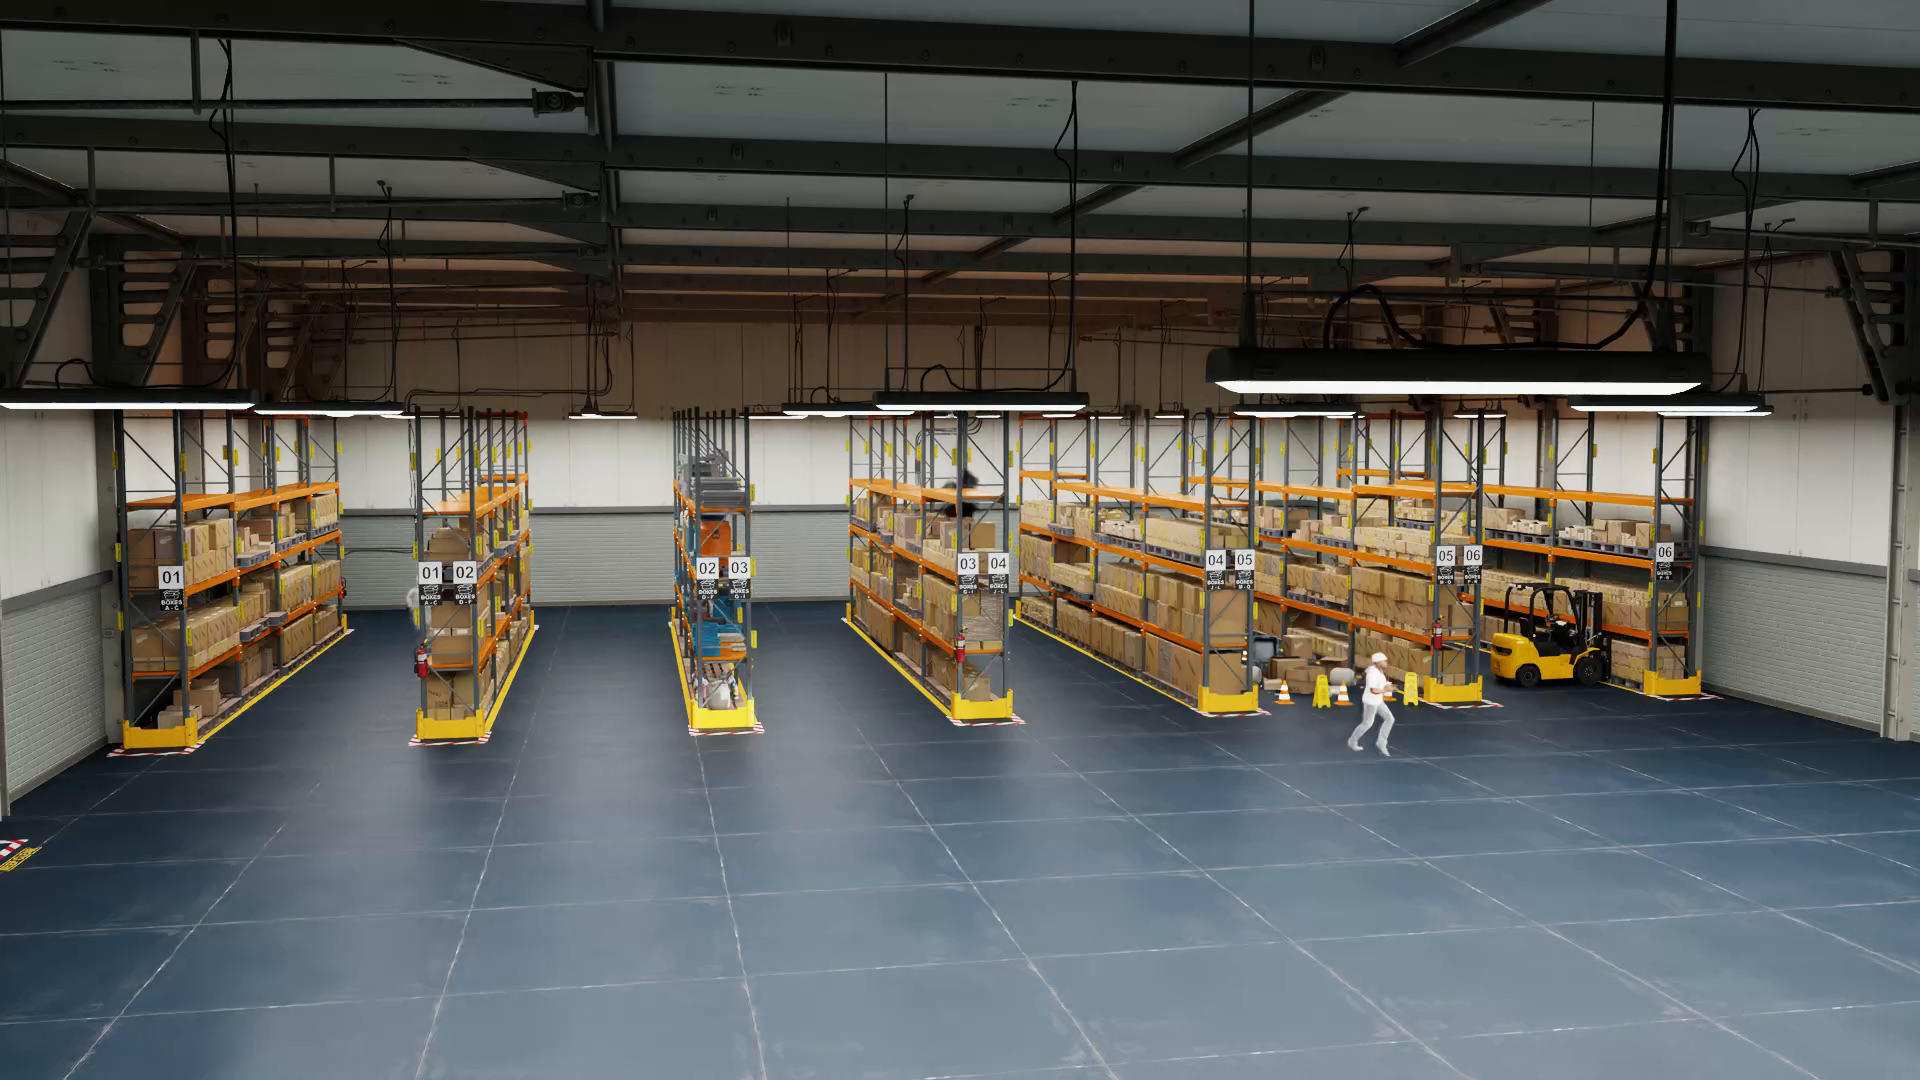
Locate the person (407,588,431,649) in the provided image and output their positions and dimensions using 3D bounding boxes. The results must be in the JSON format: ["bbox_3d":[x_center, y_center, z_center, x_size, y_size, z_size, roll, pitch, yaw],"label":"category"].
[{"bbox_3d":[-13.548,1.871,41.862,0.691,1.762,0.799,-1,4,-18],"label":"person"}]

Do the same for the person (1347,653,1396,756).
[{"bbox_3d":[7.080,2.820,28.561,0.839,1.793,0.728,2,5,28],"label":"person"}]

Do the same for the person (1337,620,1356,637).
[{"bbox_3d":[9.880,1.841,42.488,0.573,1.712,0.932,-1,4,-17],"label":"person"}]
